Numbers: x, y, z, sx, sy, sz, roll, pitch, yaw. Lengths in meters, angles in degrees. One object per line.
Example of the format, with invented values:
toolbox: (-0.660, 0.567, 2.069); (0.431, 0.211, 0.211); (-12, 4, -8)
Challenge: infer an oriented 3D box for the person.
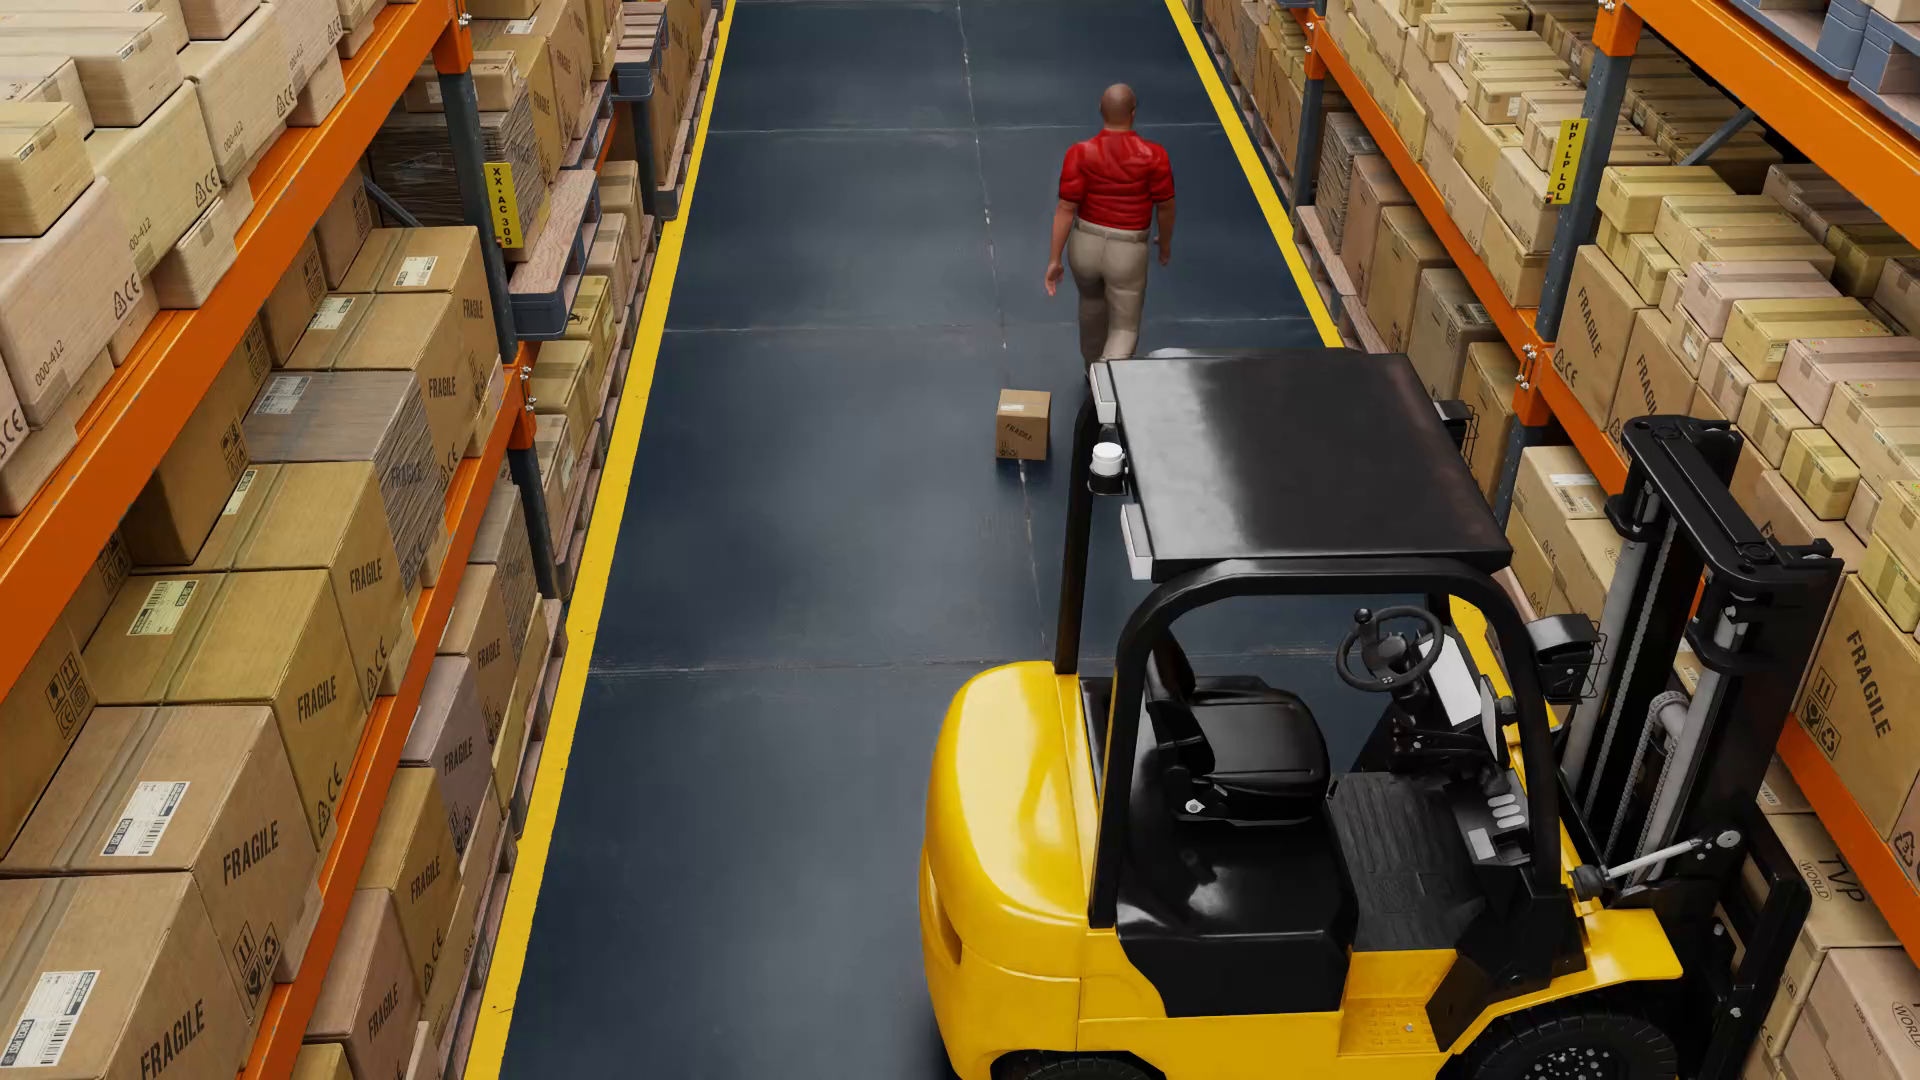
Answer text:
person: (0.738, -1.409, 8.187); (0.585, 1.655, 1.053); (9, 36, 12)
